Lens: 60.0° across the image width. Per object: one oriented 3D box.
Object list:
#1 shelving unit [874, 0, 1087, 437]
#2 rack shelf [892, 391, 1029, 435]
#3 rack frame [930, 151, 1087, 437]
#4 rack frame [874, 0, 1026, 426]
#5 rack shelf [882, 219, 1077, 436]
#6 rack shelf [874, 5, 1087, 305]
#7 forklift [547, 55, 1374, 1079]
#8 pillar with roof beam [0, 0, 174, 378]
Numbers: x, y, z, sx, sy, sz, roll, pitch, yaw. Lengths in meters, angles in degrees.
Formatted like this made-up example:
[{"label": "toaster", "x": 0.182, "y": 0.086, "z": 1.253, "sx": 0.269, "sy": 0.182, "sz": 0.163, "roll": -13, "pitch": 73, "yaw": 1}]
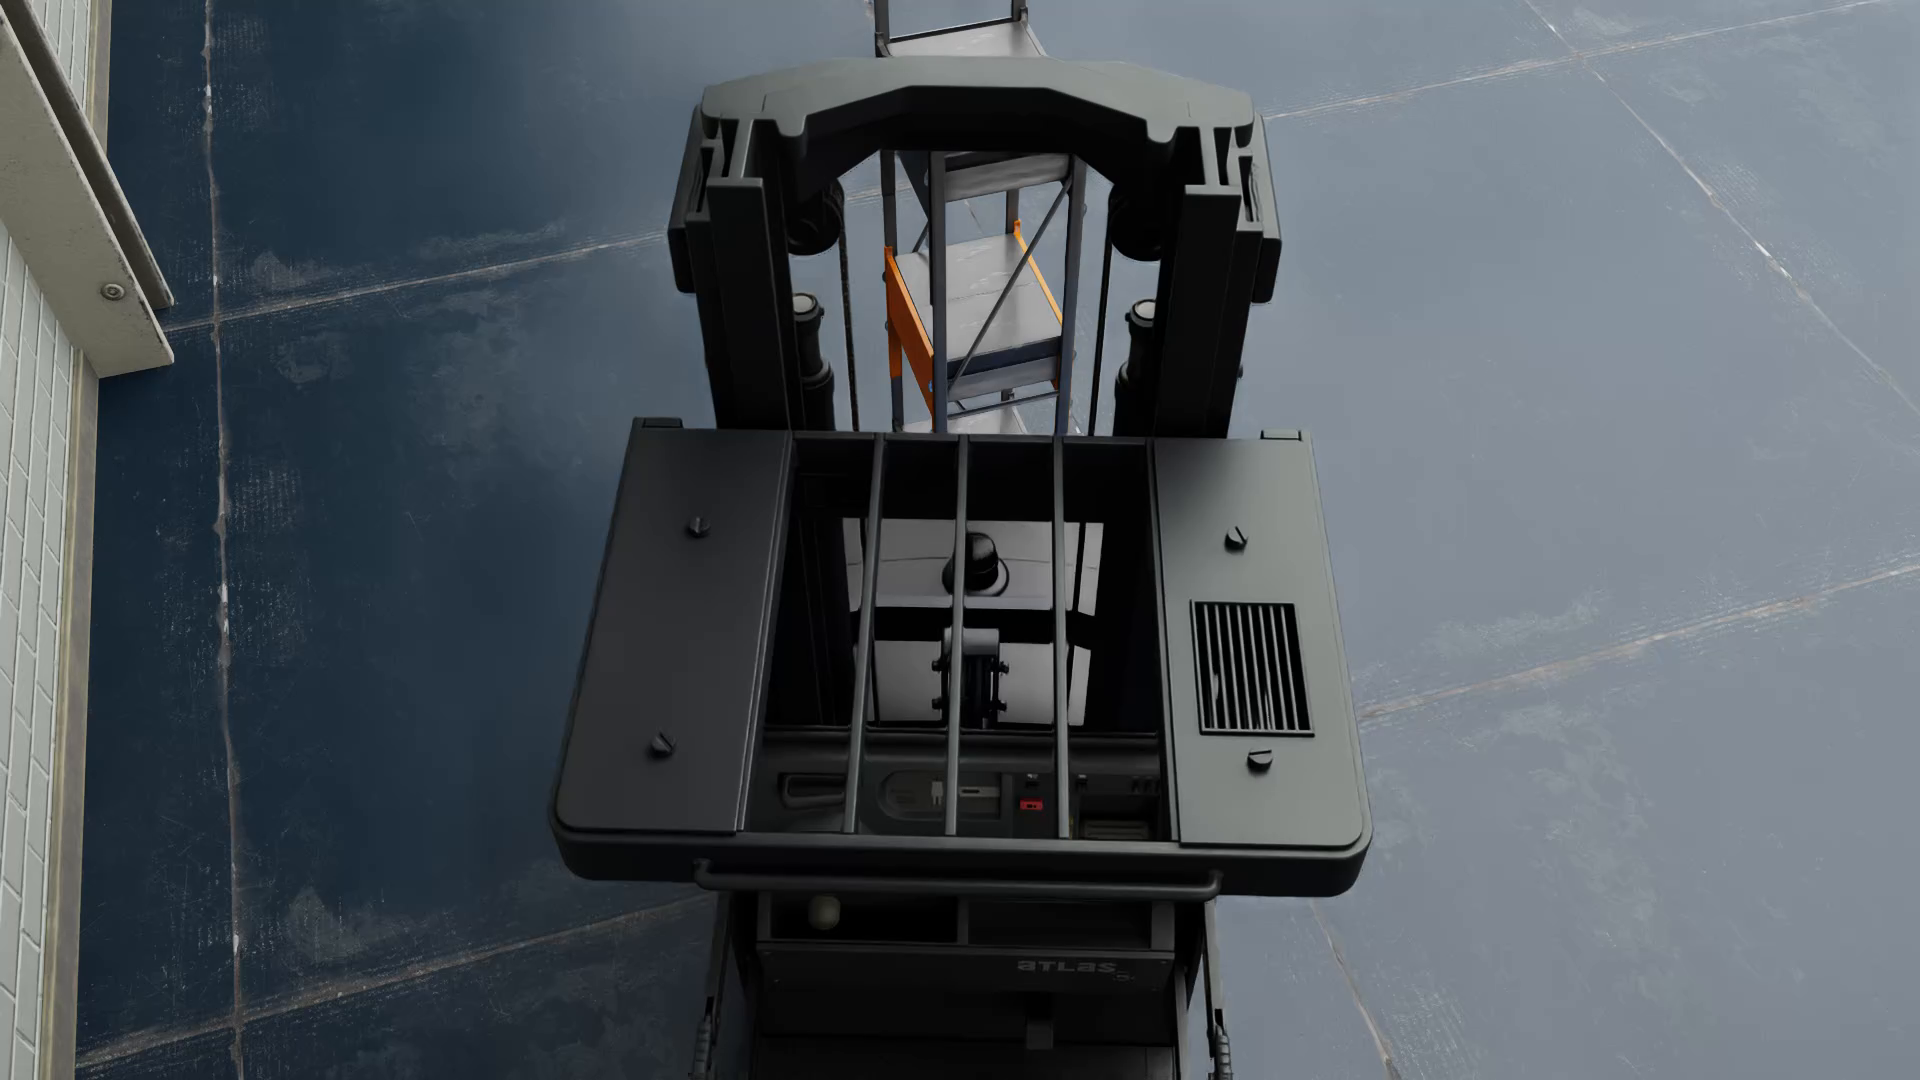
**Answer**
[{"label": "shelving unit", "x": 0.049, "y": -0.556, "z": 4.845, "sx": 0.431, "sy": 2.100, "sz": 0.503, "roll": -13, "pitch": 51, "yaw": -11}, {"label": "rack shelf", "x": 0.049, "y": -0.096, "z": 5.391, "sx": 0.431, "sy": 0.518, "sz": 0.480, "roll": -13, "pitch": 51, "yaw": -11}, {"label": "rack frame", "x": 0.121, "y": -0.378, "z": 4.695, "sx": 0.400, "sy": 2.100, "sz": 0.015, "roll": -13, "pitch": 51, "yaw": -11}, {"label": "rack frame", "x": -0.023, "y": -0.734, "z": 4.996, "sx": 0.400, "sy": 2.100, "sz": 0.015, "roll": -13, "pitch": 51, "yaw": -11}, {"label": "rack shelf", "x": 0.049, "y": -0.547, "z": 4.856, "sx": 0.431, "sy": 0.518, "sz": 0.480, "roll": -13, "pitch": 51, "yaw": -11}, {"label": "rack shelf", "x": 0.049, "y": -0.998, "z": 4.321, "sx": 0.431, "sy": 0.518, "sz": 0.480, "roll": -13, "pitch": 51, "yaw": -11}, {"label": "forklift", "x": 0.009, "y": 0.710, "z": 3.235, "sx": 1.130, "sy": 2.935, "sz": 3.031, "roll": 1, "pitch": 50, "yaw": 1}, {"label": "pillar with roof beam", "x": 0.920, "y": -4.654, "z": 3.788, "sx": 9.100, "sy": 9.000, "sz": 0.400, "roll": -13, "pitch": 51, "yaw": -11}]
